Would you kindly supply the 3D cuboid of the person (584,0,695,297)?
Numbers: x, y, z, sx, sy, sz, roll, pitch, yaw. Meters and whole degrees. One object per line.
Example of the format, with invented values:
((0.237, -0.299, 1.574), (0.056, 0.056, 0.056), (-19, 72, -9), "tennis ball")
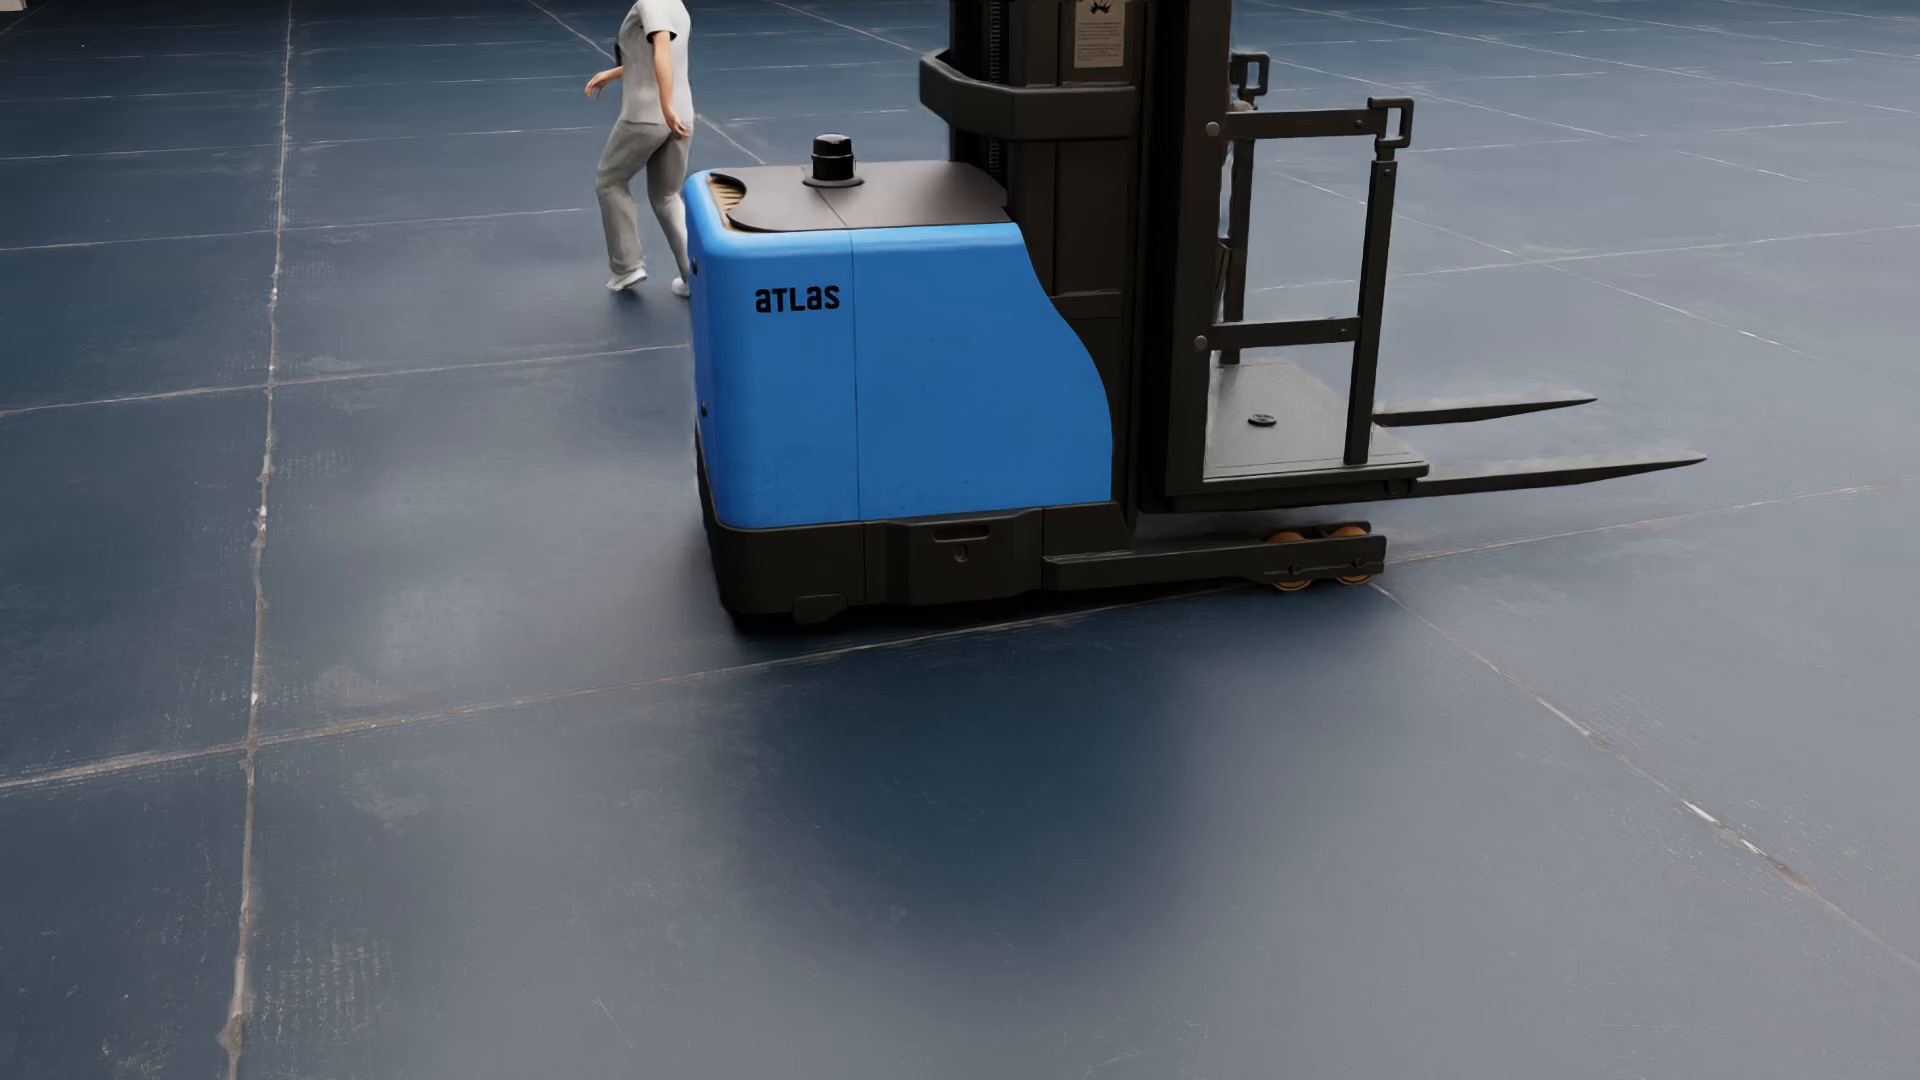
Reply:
((-1.386, -1.875, 7.531), (0.784, 1.669, 0.503), (15, 27, 32), "person")

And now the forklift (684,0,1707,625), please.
((0.746, -1.400, 4.628), (3.031, 2.935, 1.130), (-5, 23, -11), "forklift")
